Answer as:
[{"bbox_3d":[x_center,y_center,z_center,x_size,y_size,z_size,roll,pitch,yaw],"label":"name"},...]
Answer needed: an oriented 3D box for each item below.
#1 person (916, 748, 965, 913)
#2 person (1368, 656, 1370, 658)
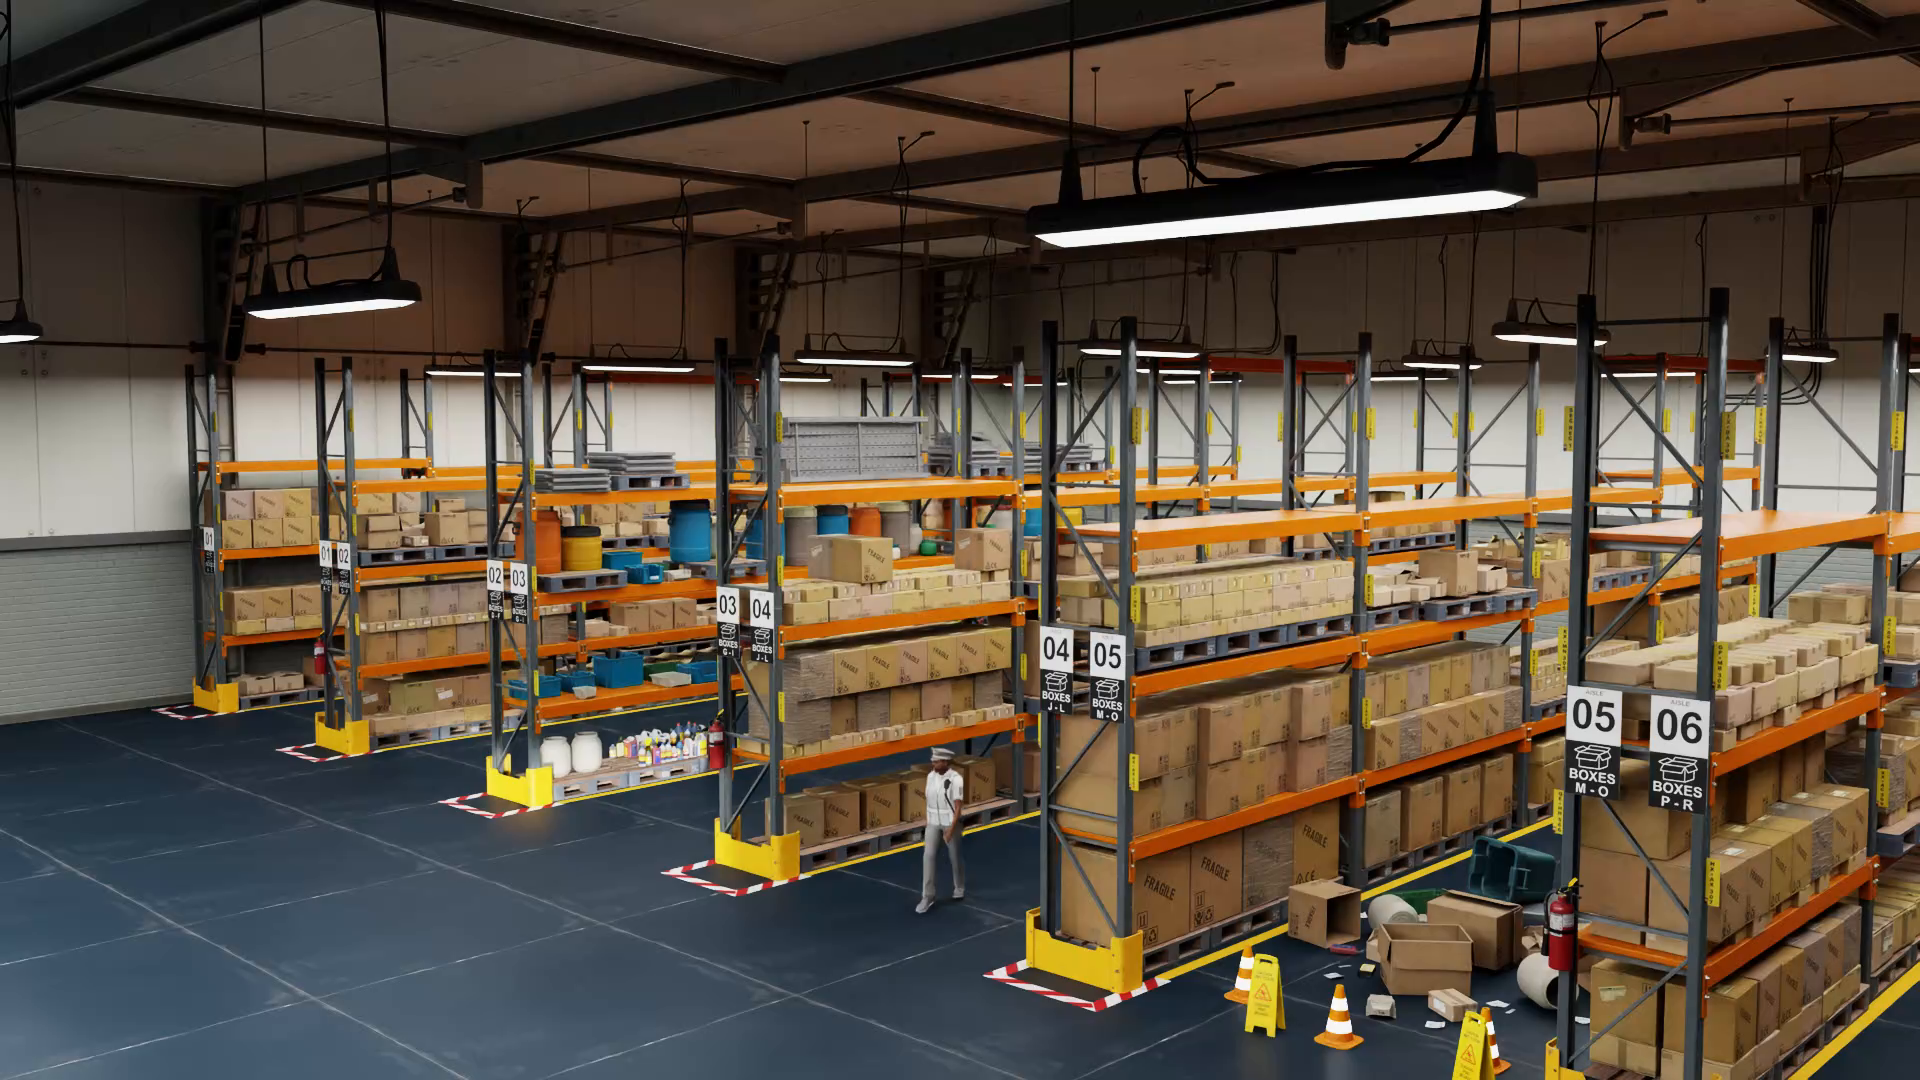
[{"bbox_3d":[-0.193,2.995,17.417,0.453,1.643,0.869,2,5,23],"label":"person"},{"bbox_3d":[5.629,2.482,23.233,0.926,1.742,0.587,-3,6,-38],"label":"person"}]
